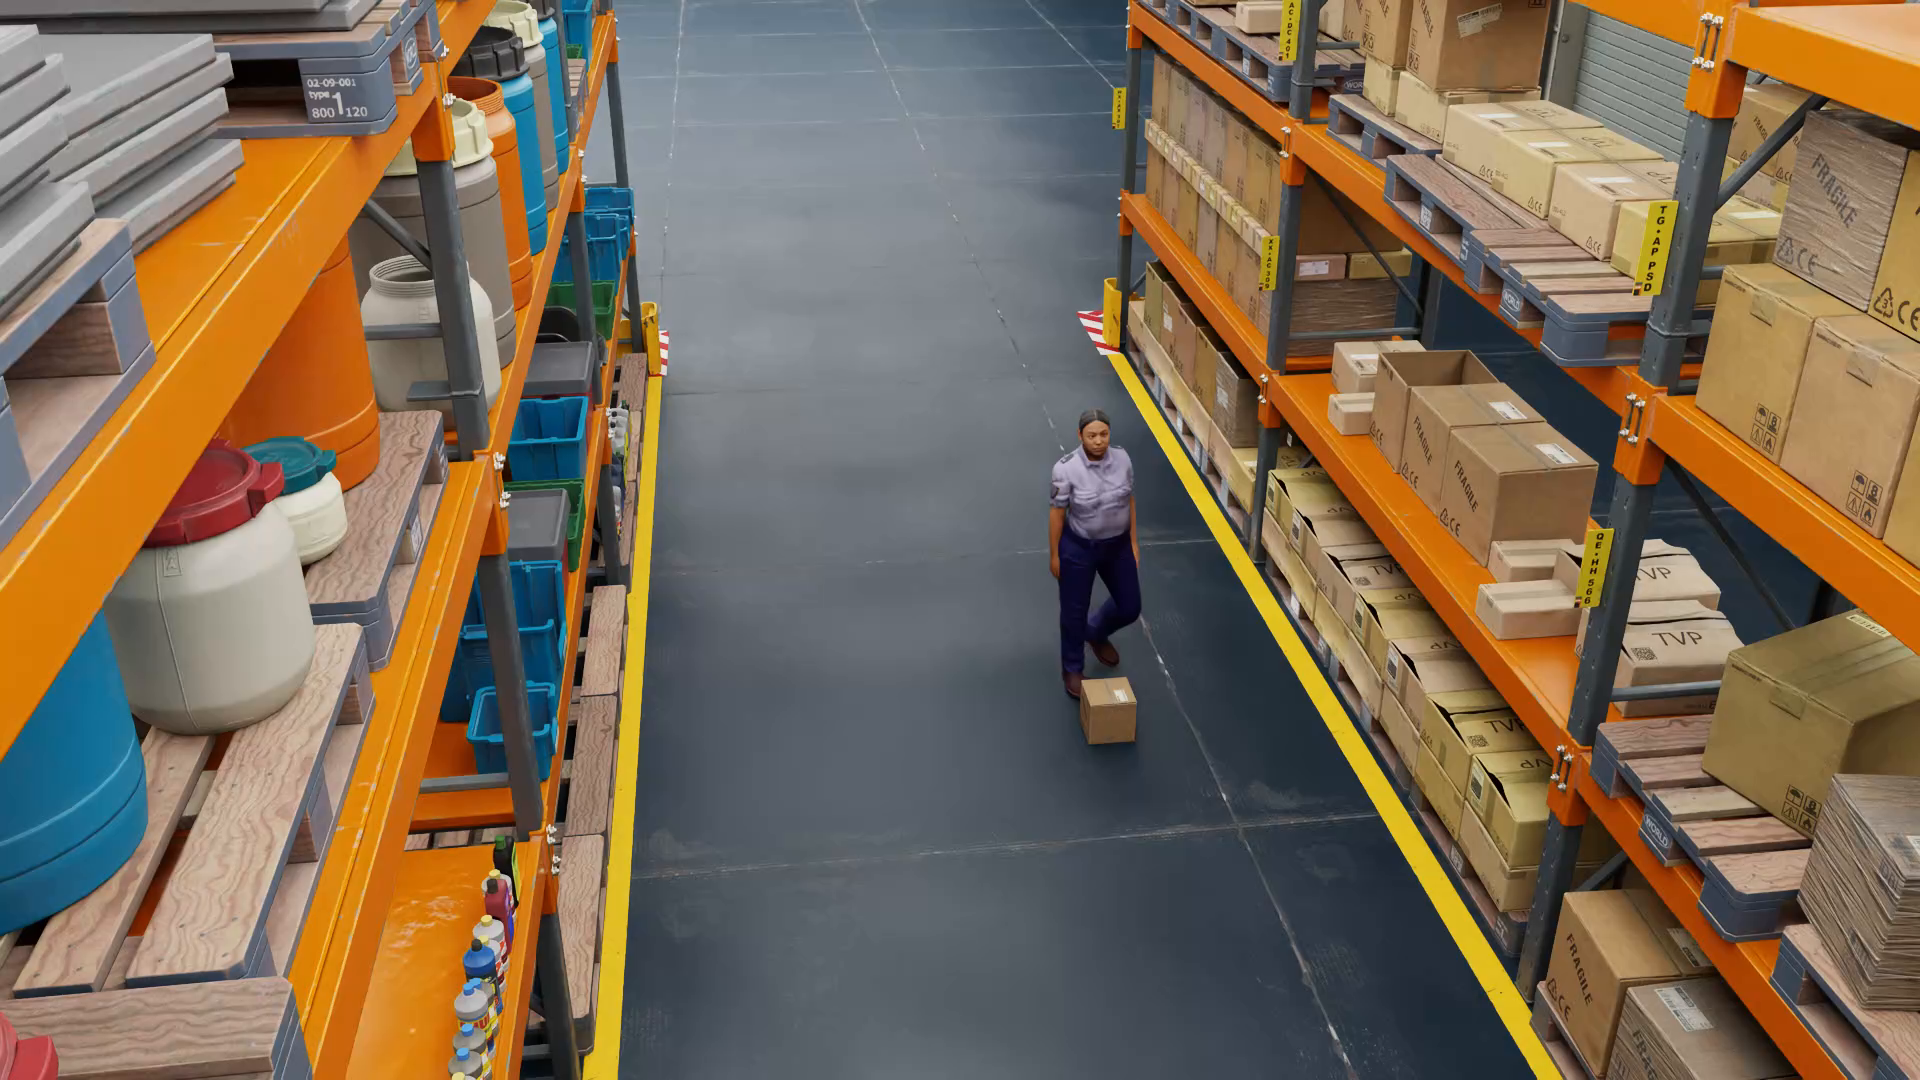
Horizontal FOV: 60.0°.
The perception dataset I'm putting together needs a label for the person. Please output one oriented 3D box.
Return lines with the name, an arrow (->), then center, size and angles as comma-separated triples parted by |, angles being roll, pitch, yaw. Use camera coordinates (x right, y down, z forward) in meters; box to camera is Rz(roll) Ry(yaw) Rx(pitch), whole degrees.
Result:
person -> 0.705, 0.046, 8.997 | 0.501, 1.636, 0.443 | -10, 29, -19
